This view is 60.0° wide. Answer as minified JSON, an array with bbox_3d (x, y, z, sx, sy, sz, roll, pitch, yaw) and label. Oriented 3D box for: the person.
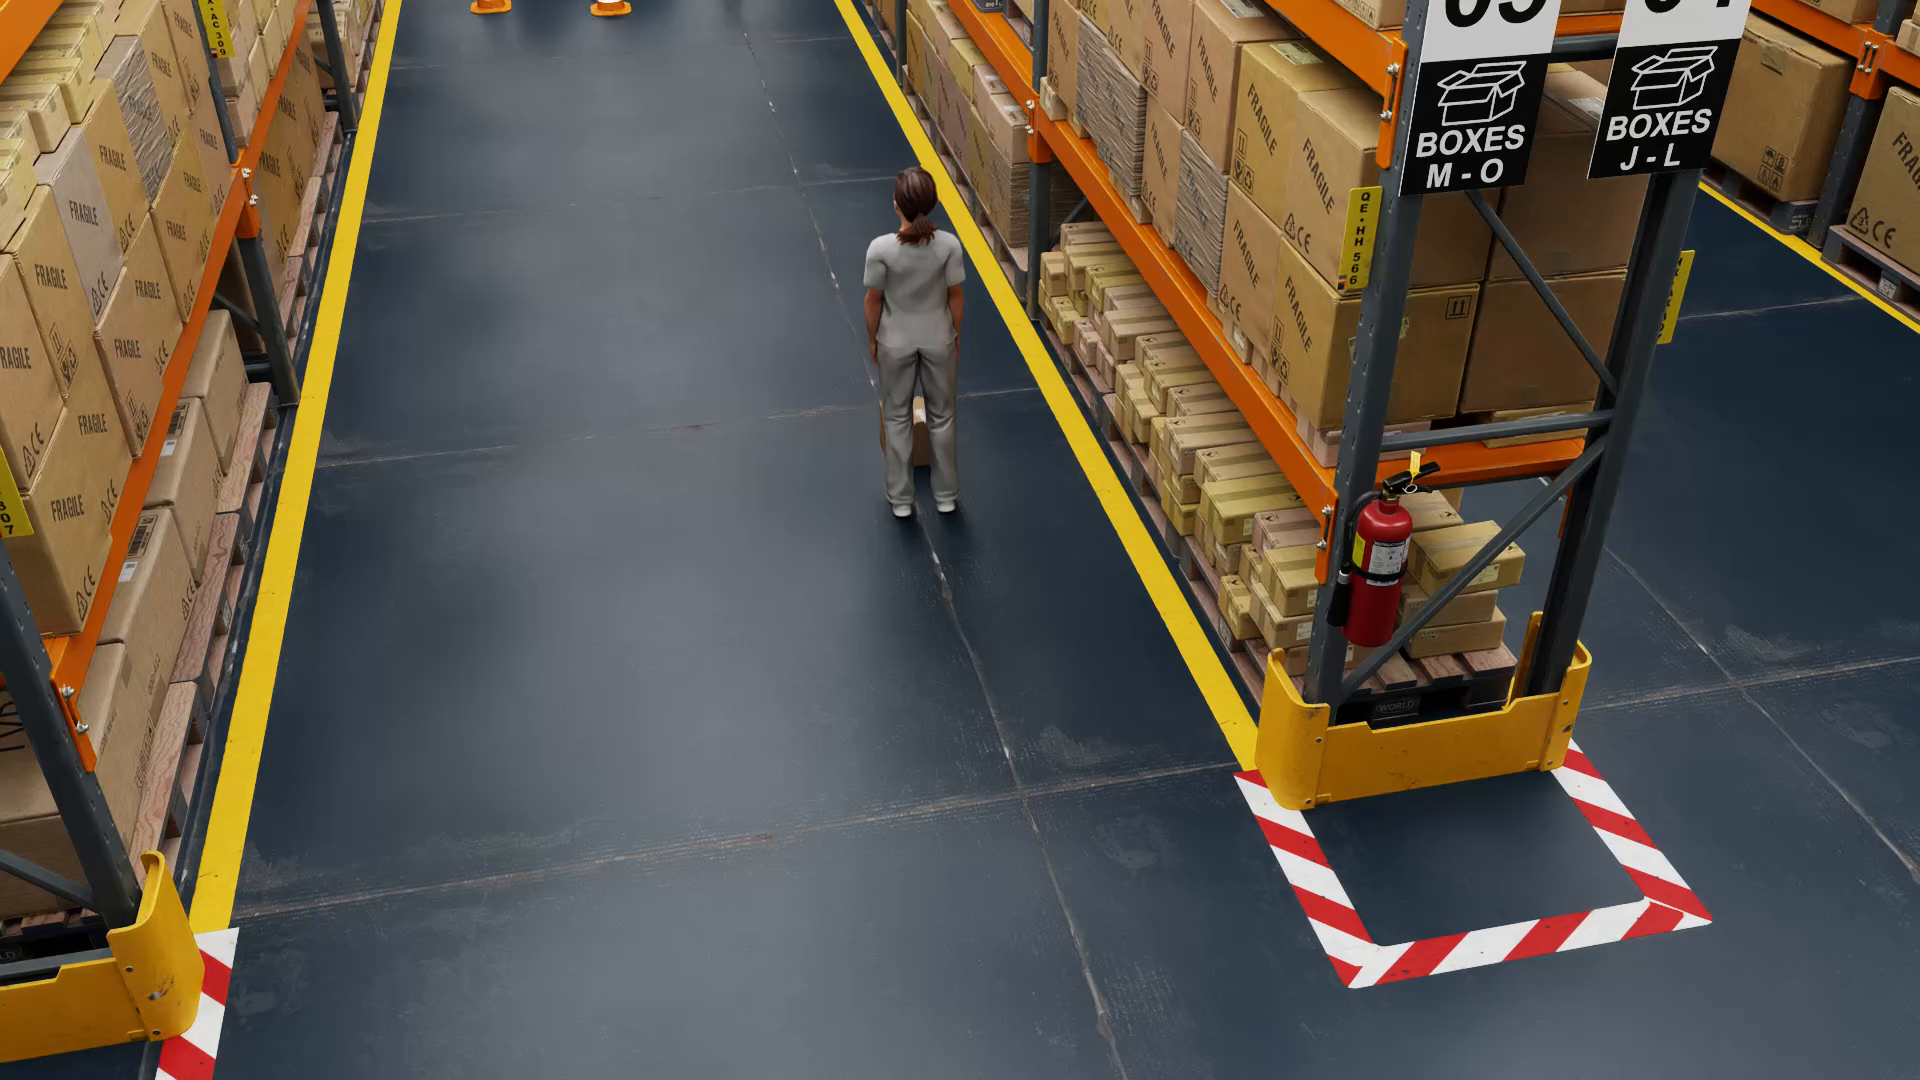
[{"bbox_3d":[-0.198,-0.858,7.372,0.441,1.676,0.397,-3,35,-5],"label":"person"}]
